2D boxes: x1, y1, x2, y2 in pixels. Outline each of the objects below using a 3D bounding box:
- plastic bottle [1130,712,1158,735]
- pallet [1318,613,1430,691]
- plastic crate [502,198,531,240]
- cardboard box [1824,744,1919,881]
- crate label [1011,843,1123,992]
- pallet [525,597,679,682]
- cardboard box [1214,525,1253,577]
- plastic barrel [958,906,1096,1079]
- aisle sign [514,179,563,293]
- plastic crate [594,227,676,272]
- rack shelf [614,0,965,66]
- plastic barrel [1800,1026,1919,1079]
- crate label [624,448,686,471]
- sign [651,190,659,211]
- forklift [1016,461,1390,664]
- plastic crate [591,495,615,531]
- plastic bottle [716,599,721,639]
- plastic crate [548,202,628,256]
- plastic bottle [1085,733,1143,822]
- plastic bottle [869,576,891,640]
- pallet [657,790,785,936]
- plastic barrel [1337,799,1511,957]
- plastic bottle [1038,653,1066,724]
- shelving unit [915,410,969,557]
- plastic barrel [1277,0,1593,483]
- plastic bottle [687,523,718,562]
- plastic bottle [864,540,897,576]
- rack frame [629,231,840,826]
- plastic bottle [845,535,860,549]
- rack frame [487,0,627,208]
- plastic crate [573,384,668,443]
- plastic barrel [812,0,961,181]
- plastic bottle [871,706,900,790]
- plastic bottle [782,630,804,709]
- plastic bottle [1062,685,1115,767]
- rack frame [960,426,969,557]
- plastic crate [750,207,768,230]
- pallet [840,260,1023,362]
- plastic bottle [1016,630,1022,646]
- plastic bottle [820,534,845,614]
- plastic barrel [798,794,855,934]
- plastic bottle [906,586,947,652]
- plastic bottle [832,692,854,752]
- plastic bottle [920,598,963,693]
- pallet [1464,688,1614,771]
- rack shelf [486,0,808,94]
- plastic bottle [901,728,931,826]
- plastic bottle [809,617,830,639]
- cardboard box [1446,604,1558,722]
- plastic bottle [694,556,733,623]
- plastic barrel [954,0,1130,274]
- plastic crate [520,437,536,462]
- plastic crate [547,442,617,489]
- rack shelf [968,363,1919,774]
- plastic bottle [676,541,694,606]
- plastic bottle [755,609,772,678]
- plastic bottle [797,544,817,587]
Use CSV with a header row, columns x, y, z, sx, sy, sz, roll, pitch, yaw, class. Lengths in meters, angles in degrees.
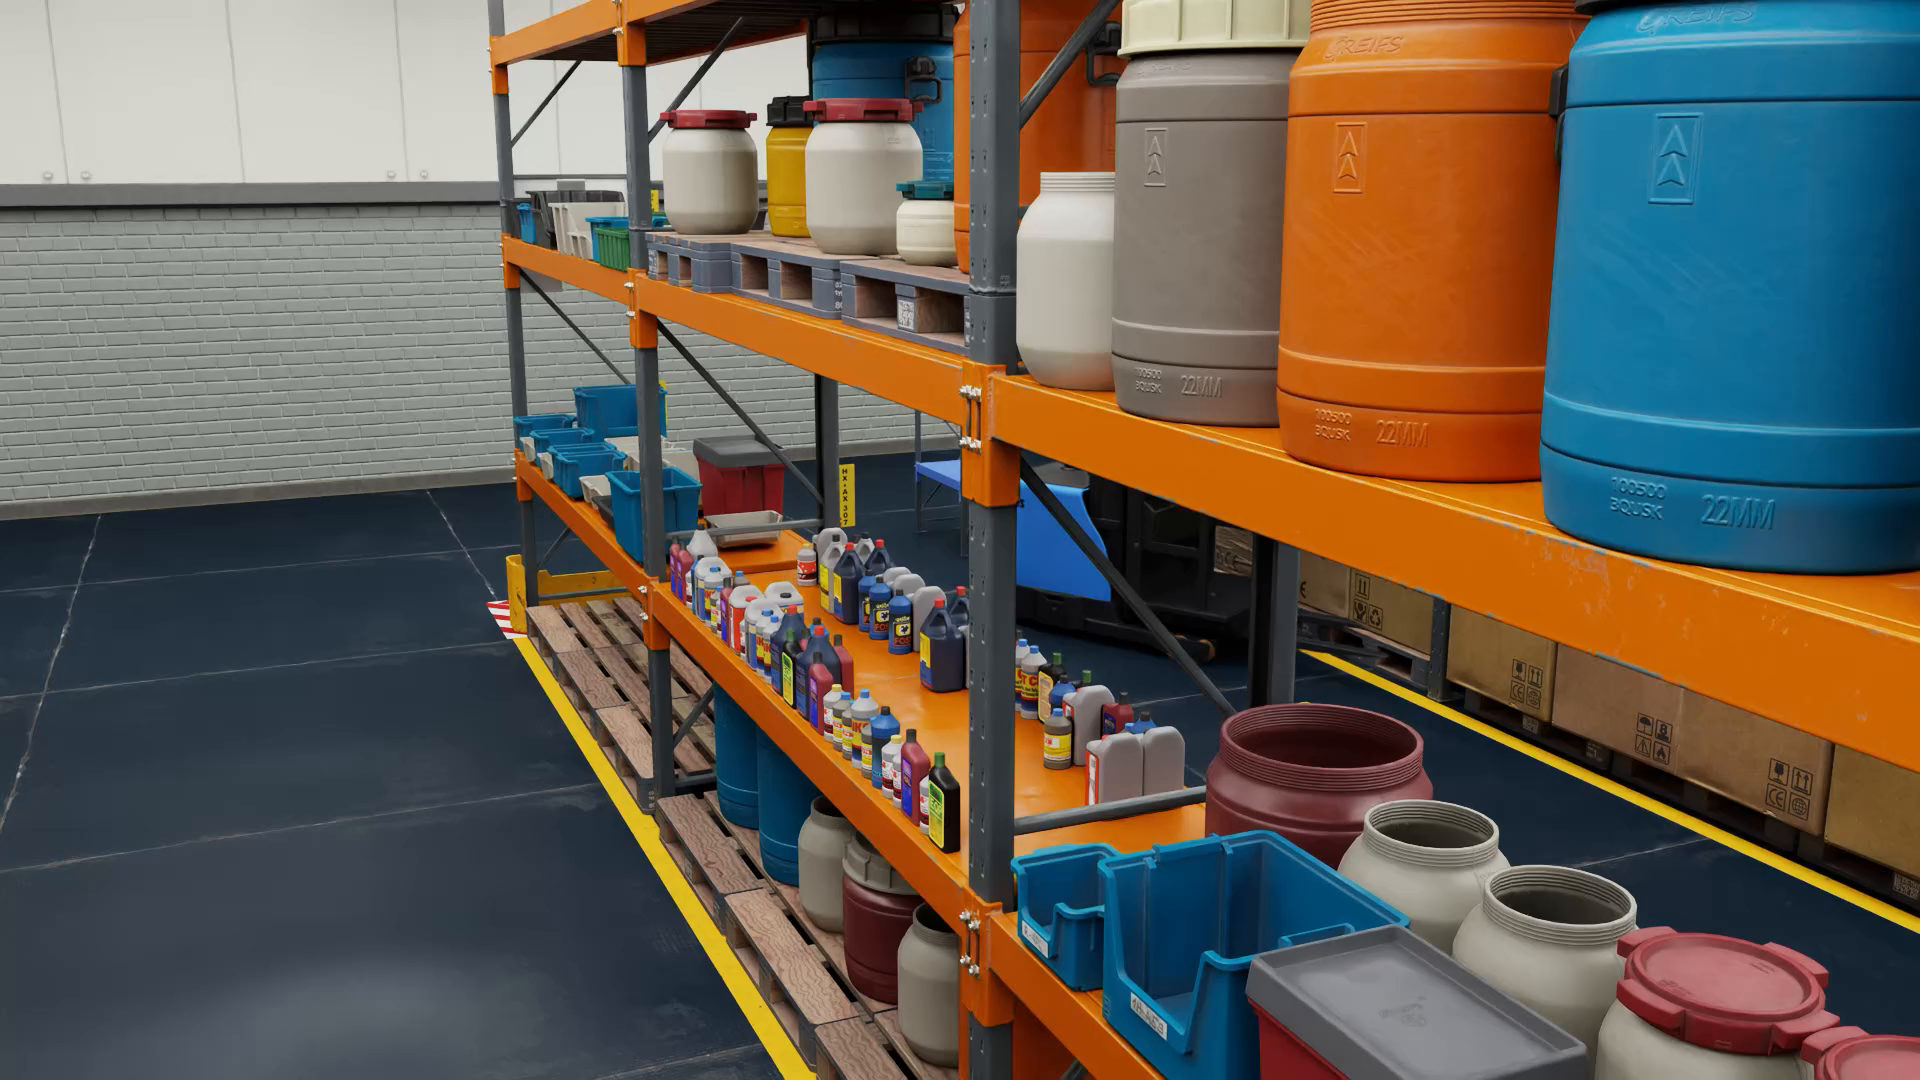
x,y,z,sx,sy,sz,roll,pitch,yaw,class
0.607,0.700,5.479,0.097,0.271,0.097,0,13,0,plastic bottle
3.209,0.703,11.365,1.003,0.211,1.213,-6,14,-23,pallet
-2.800,-2.164,11.203,0.497,0.269,0.590,-6,14,-23,plastic crate
4.787,1.021,7.587,1.225,0.875,0.875,-6,14,-26,cardboard box
0.331,0.985,4.335,0.303,0.233,0.416,-6,14,-23,crate label
-2.404,0.662,11.542,1.003,0.211,1.213,-6,14,-23,pallet
2.534,-0.174,12.752,0.875,0.875,0.875,-6,14,-23,cardboard box
0.294,1.535,5.465,0.600,0.830,0.708,-6,14,-23,plastic barrel
-3.000,-2.125,11.635,0.394,0.787,0.004,-6,14,-23,aisle sign
-1.543,-1.463,8.355,0.450,0.188,0.662,-6,14,-23,plastic crate
-0.295,-2.008,6.073,1.077,0.370,4.000,-6,14,-23,rack shelf
1.632,1.173,2.847,0.433,0.535,0.433,0,13,0,plastic barrel
-1.970,-0.503,10.842,0.396,0.136,0.243,-6,14,-23,crate label
-2.201,-2.334,11.882,0.100,0.325,0.005,-6,14,-23,sign
1.714,-0.724,11.497,3.031,2.935,1.130,10,16,36,forklift
-1.791,-0.146,9.327,0.437,0.125,0.590,-6,14,-23,plastic crate
-1.014,0.325,7.255,0.097,0.201,0.097,0,13,0,plastic bottle
-2.094,-1.789,9.556,0.437,0.282,0.530,-6,14,-23,plastic crate
0.489,0.738,5.305,0.152,0.276,0.135,-6,14,-23,plastic bottle
-0.347,0.293,7.236,0.097,0.271,0.097,0,13,0,plastic bottle
-0.826,1.477,8.018,1.003,0.211,1.213,-6,14,-23,pallet
1.114,0.921,3.990,0.421,0.512,0.421,0,13,0,plastic barrel
0.339,0.545,6.120,0.061,0.283,0.133,-6,14,-23,plastic bottle
0.034,-0.713,14.625,0.538,1.500,1.048,-6,14,-23,shelving unit
0.898,-0.564,3.050,0.600,0.830,0.708,-6,14,-23,plastic barrel
-1.236,0.090,7.937,0.144,0.351,0.185,-6,14,-23,plastic bottle
-0.355,0.178,7.556,0.144,0.351,0.185,-6,14,-23,plastic bottle
-1.097,-0.044,8.409,1.000,3.000,0.127,-6,14,-23,rack frame
-0.508,0.108,8.007,0.061,0.283,0.133,-6,14,-23,plastic bottle
-2.699,-3.793,11.303,1.000,3.000,0.127,-6,14,-23,rack frame
-2.394,-0.865,11.743,0.616,0.435,0.499,-6,14,-23,plastic crate
-0.273,-1.616,6.503,0.600,0.901,0.708,-6,14,-23,plastic barrel
-0.247,0.686,5.537,0.097,0.271,0.097,0,13,0,plastic bottle
-0.633,0.492,6.350,0.061,0.283,0.133,-6,14,-23,plastic bottle
0.443,0.628,5.777,0.152,0.276,0.135,-6,14,-23,plastic bottle
0.238,-0.608,14.171,0.500,1.500,0.032,-6,14,-23,rack frame
-1.343,-1.723,9.301,0.497,0.269,0.590,-6,14,-23,plastic crate
0.289,-0.754,5.242,1.003,0.211,1.213,-6,14,-23,pallet
0.208,0.478,6.413,0.061,0.283,0.133,-6,14,-23,plastic bottle
-0.561,0.153,7.665,0.144,0.351,0.185,-6,14,-23,plastic bottle
-0.466,1.348,6.979,0.421,0.512,0.421,0,13,0,plastic barrel
-0.147,0.324,7.094,0.152,0.276,0.135,-6,14,-23,plastic bottle
-0.403,0.640,5.893,0.097,0.201,0.097,0,13,0,plastic bottle
-0.073,0.409,6.559,0.144,0.351,0.185,-6,14,-23,plastic bottle
3.820,1.020,9.997,1.003,0.211,1.213,-6,14,-23,pallet
-1.898,-2.835,9.644,1.077,0.370,4.000,-6,14,-23,rack shelf
-0.140,0.746,5.252,0.061,0.283,0.133,-6,14,-23,plastic bottle
-0.565,0.441,6.596,0.097,0.271,0.097,0,13,0,plastic bottle
3.716,0.469,9.970,1.225,0.875,0.875,-6,14,-23,cardboard box
-1.114,0.222,7.534,0.152,0.276,0.135,-6,14,-23,plastic bottle
0.281,-1.211,4.912,0.600,0.830,0.708,-6,14,-23,plastic barrel
-2.849,-0.617,11.335,0.250,0.136,0.298,-6,14,-23,plastic crate
-2.374,-0.466,10.467,0.416,0.233,0.300,-6,14,-23,plastic crate
1.307,0.084,2.796,1.077,0.370,4.000,-6,14,-23,rack shelf
-1.287,0.154,7.809,0.061,0.283,0.133,-6,14,-23,plastic bottle
-0.775,0.414,6.714,0.097,0.271,0.097,0,13,0,plastic bottle
-0.749,0.120,8.140,0.097,0.201,0.097,0,13,0,plastic bottle
